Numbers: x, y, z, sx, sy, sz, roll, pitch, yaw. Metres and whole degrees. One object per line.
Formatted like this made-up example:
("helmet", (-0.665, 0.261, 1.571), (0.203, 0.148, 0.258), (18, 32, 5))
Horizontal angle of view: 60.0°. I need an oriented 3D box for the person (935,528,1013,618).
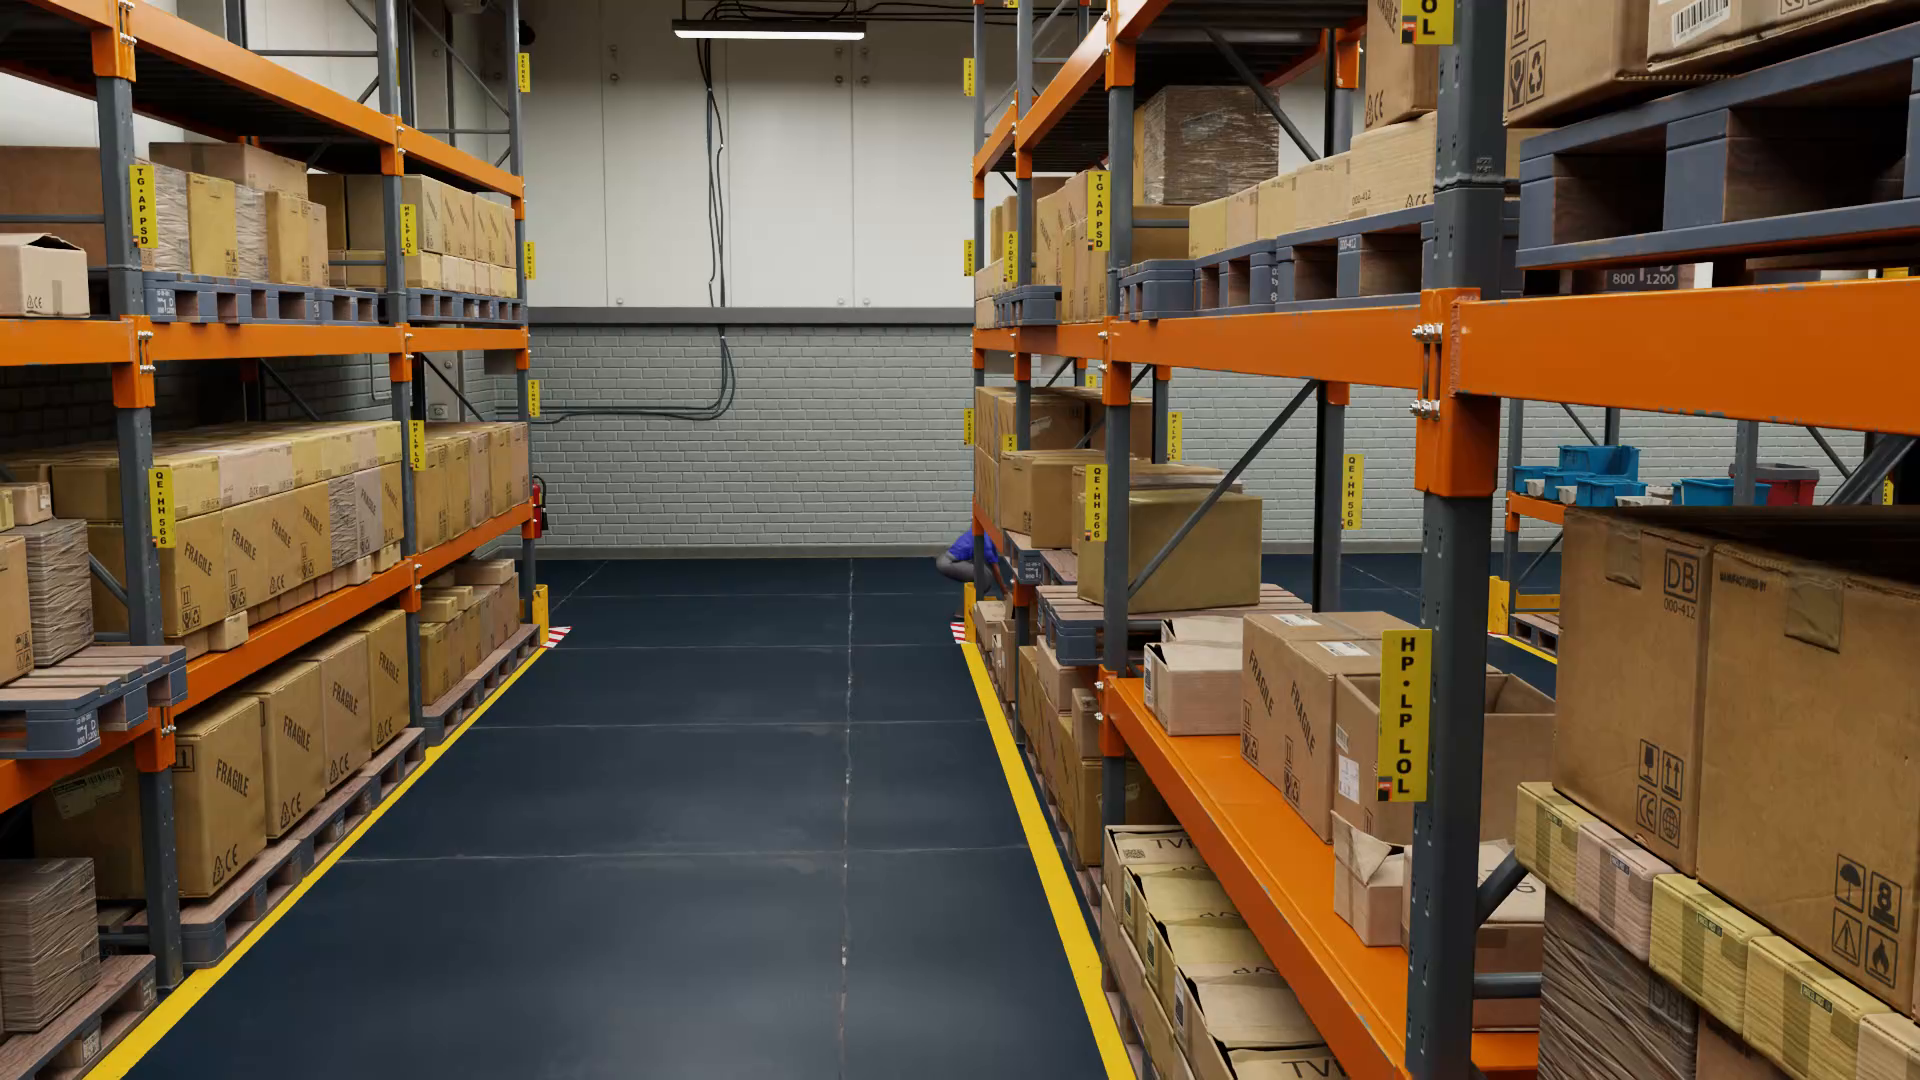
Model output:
("person", (0.156, 0.277, 16.347), (0.789, 0.976, 0.469), (0, 7, 2))
